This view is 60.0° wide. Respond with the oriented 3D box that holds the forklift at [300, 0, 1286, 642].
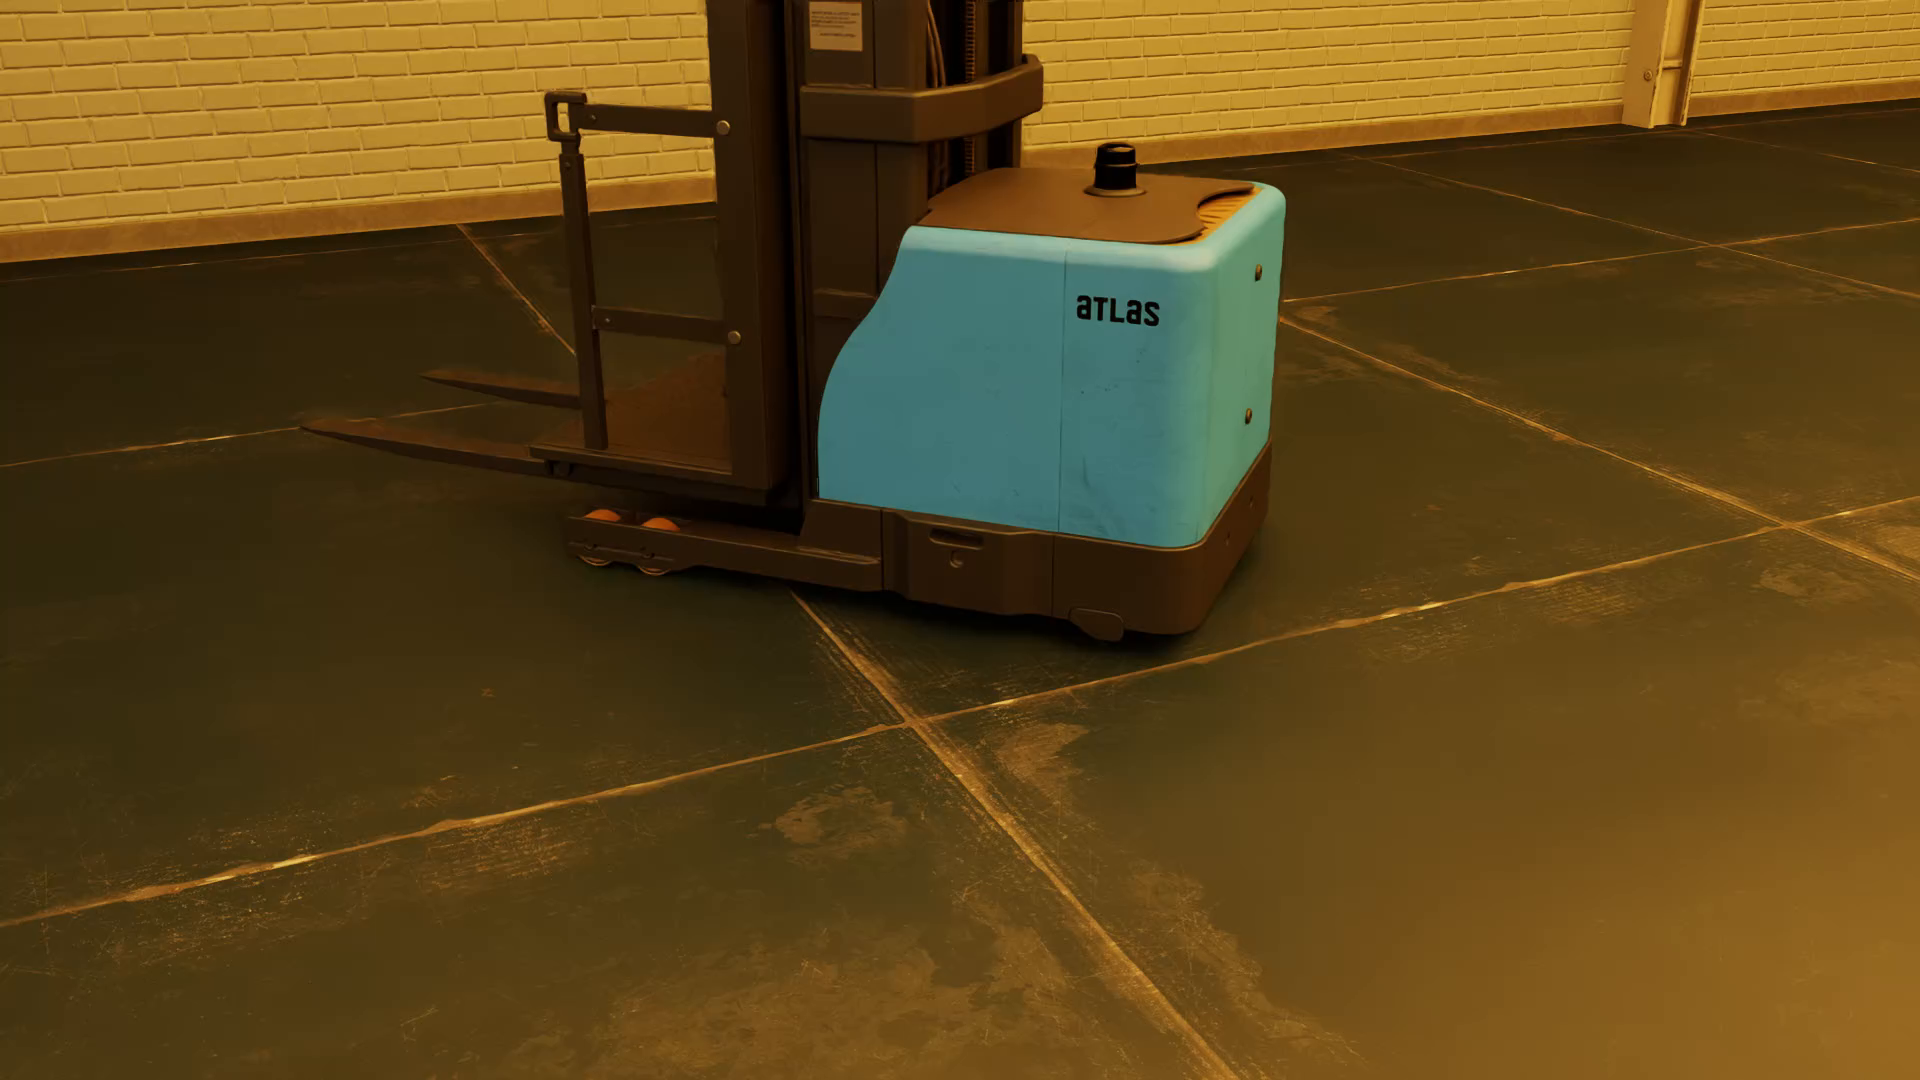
[{"bbox_3d":[-0.623,-1.427,4.721,3.031,2.935,1.130,9,24,20],"label":"forklift"}]
